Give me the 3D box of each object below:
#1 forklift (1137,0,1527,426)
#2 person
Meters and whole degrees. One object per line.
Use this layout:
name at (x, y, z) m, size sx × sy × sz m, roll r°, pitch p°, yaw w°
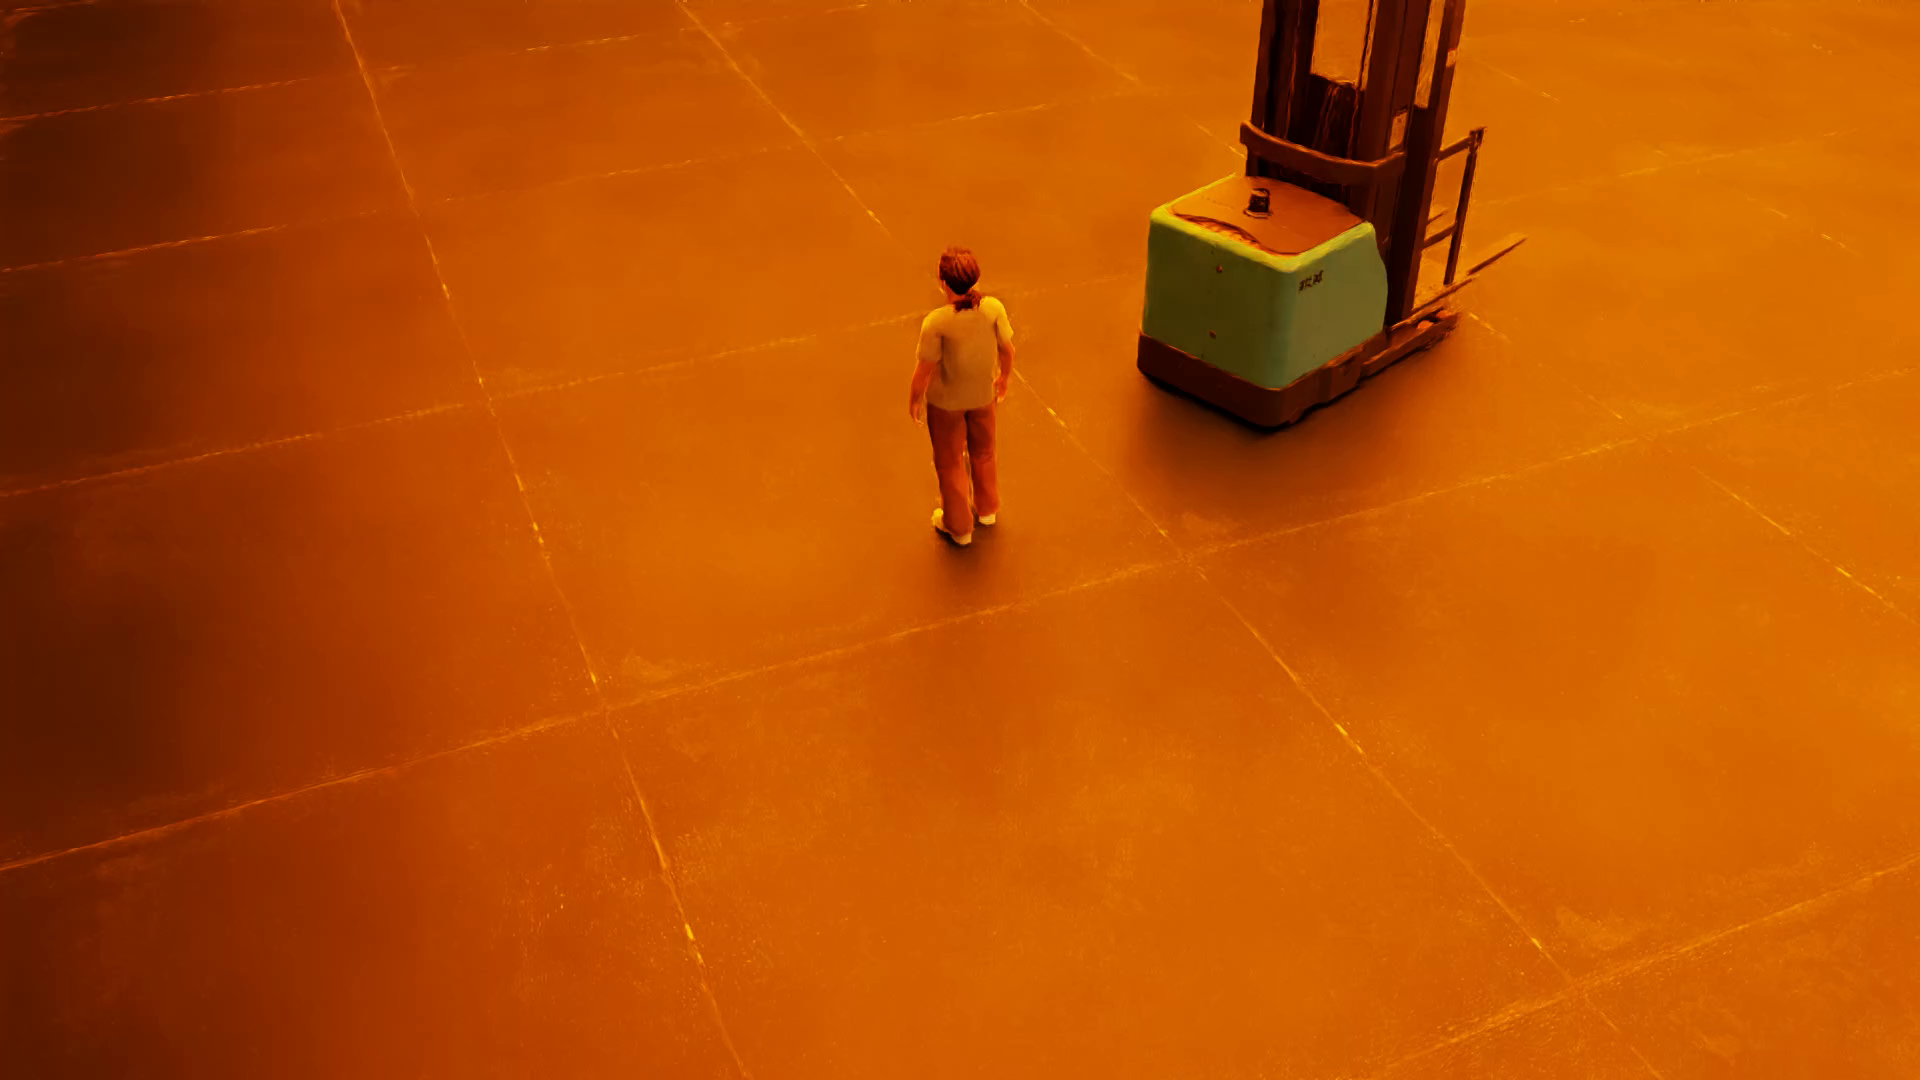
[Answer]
forklift at (2.470, -2.580, 9.727) m, size 3.031 × 2.935 × 1.130 m, roll -29°, pitch 45°, yaw -35°
person at (-0.019, -0.731, 8.197) m, size 0.554 × 1.674 × 0.548 m, roll -14°, pitch 38°, yaw -19°
